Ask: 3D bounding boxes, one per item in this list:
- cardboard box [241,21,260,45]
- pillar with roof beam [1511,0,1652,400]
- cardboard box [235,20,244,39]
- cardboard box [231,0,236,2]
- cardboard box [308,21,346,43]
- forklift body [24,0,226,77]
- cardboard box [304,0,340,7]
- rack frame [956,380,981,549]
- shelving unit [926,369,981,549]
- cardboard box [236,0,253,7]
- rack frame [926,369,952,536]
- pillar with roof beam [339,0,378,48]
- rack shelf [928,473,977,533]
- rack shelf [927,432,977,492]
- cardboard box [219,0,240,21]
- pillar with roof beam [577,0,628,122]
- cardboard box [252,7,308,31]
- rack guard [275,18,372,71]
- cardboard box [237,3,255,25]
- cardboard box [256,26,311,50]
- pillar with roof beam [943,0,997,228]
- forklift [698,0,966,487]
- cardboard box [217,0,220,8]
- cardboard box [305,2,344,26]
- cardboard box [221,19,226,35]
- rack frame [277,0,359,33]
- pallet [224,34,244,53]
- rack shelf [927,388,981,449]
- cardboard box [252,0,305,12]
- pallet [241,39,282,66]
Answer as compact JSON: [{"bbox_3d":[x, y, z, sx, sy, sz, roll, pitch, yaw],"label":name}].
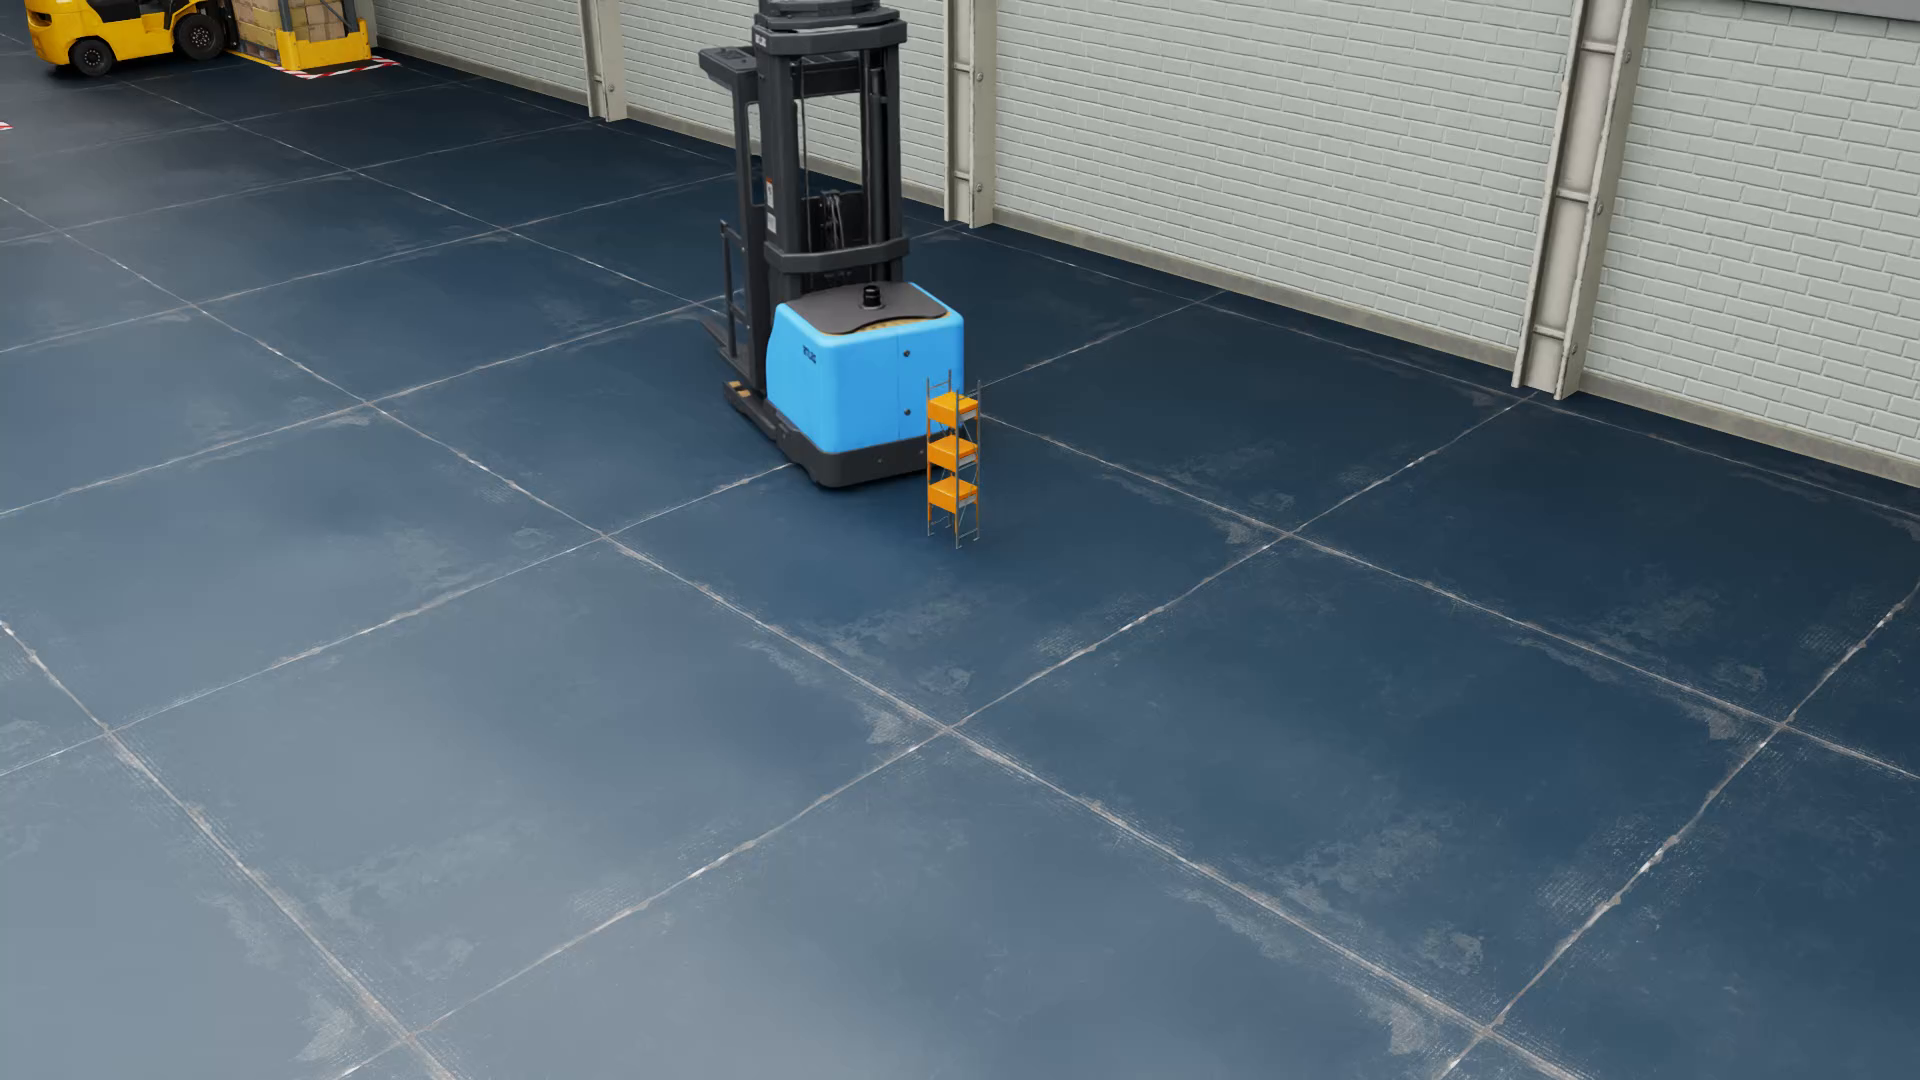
[{"bbox_3d":[-9.505,-6.997,22.836,0.500,0.250,0.500,25,36,38],"label":"cardboard box"},{"bbox_3d":[1.352,-3.694,7.606,0.400,9.000,9.100,25,36,38],"label":"pillar with roof beam"},{"bbox_3d":[-9.856,-7.163,23.153,0.500,0.250,0.500,-25,37,-39],"label":"cardboard box"},{"bbox_3d":[-9.883,-7.598,22.906,0.500,0.250,0.500,-25,37,-39],"label":"cardboard box"},{"bbox_3d":[-8.814,-7.008,22.858,0.500,0.250,0.500,25,37,39],"label":"cardboard box"},{"bbox_3d":[-11.232,-7.452,22.110,1.214,2.155,2.313,25,36,38],"label":"forklift body"},{"bbox_3d":[-8.811,-7.445,22.615,0.500,0.250,0.500,24,36,38],"label":"cardboard box"},{"bbox_3d":[0.049,-0.442,9.963,0.008,1.050,0.200,25,36,38],"label":"rack frame"},{"bbox_3d":[-0.038,-0.482,10.039,0.252,1.050,0.215,25,36,38],"label":"shelving unit"},{"bbox_3d":[-9.516,-7.437,22.599,0.500,0.250,0.500,-25,36,-38],"label":"cardboard box"},{"bbox_3d":[-0.125,-0.522,10.115,0.008,1.050,0.200,25,36,38],"label":"rack frame"},{"bbox_3d":[-11.483,-9.567,18.775,0.400,9.000,9.100,25,36,38],"label":"pillar with roof beam"},{"bbox_3d":[-0.038,-0.227,10.173,0.240,0.259,0.215,25,36,38],"label":"rack shelf"},{"bbox_3d":[-0.038,-0.473,10.044,0.240,0.259,0.215,25,36,38],"label":"rack shelf"},{"bbox_3d":[-9.900,-7.388,23.043,0.500,0.250,0.500,24,36,37],"label":"cardboard box"},{"bbox_3d":[-7.205,-7.609,15.052,0.400,9.000,9.100,25,36,38],"label":"pillar with roof beam"},{"bbox_3d":[-9.167,-7.059,22.418,0.500,0.250,0.500,24,36,38],"label":"cardboard box"},{"bbox_3d":[-8.583,-6.700,22.454,0.348,0.500,1.175,25,36,38],"label":"rack guard"},{"bbox_3d":[-9.517,-7.226,22.736,0.500,0.250,0.500,24,36,38],"label":"cardboard box"},{"bbox_3d":[-9.157,-6.831,22.522,0.500,0.250,0.500,25,37,39],"label":"cardboard box"},{"bbox_3d":[-2.927,-5.651,11.329,0.400,9.000,9.100,25,36,38],"label":"pillar with roof beam"},{"bbox_3d":[-1.074,-2.295,11.465,1.130,2.935,3.031,-13,31,-24],"label":"forklift"},{"bbox_3d":[-10.254,-7.552,23.356,0.500,0.250,0.500,24,36,38],"label":"cardboard box"},{"bbox_3d":[-8.790,-7.226,22.736,0.500,0.250,0.500,-25,36,-38],"label":"cardboard box"},{"bbox_3d":[-10.242,-7.325,23.461,0.500,0.250,0.500,-24,36,-38],"label":"cardboard box"},{"bbox_3d":[-8.601,-7.814,21.888,0.127,3.000,1.000,25,36,38],"label":"rack frame"},{"bbox_3d":[-10.041,-7.213,23.742,1.213,0.211,1.003,25,36,38],"label":"pallet"},{"bbox_3d":[-0.038,-0.724,9.912,0.240,0.259,0.215,25,36,38],"label":"rack shelf"},{"bbox_3d":[-9.148,-7.272,22.286,0.500,0.250,0.500,-24,36,-38],"label":"cardboard box"},{"bbox_3d":[-9.175,-6.815,22.985,1.213,0.211,1.003,25,36,38],"label":"pallet"}]
